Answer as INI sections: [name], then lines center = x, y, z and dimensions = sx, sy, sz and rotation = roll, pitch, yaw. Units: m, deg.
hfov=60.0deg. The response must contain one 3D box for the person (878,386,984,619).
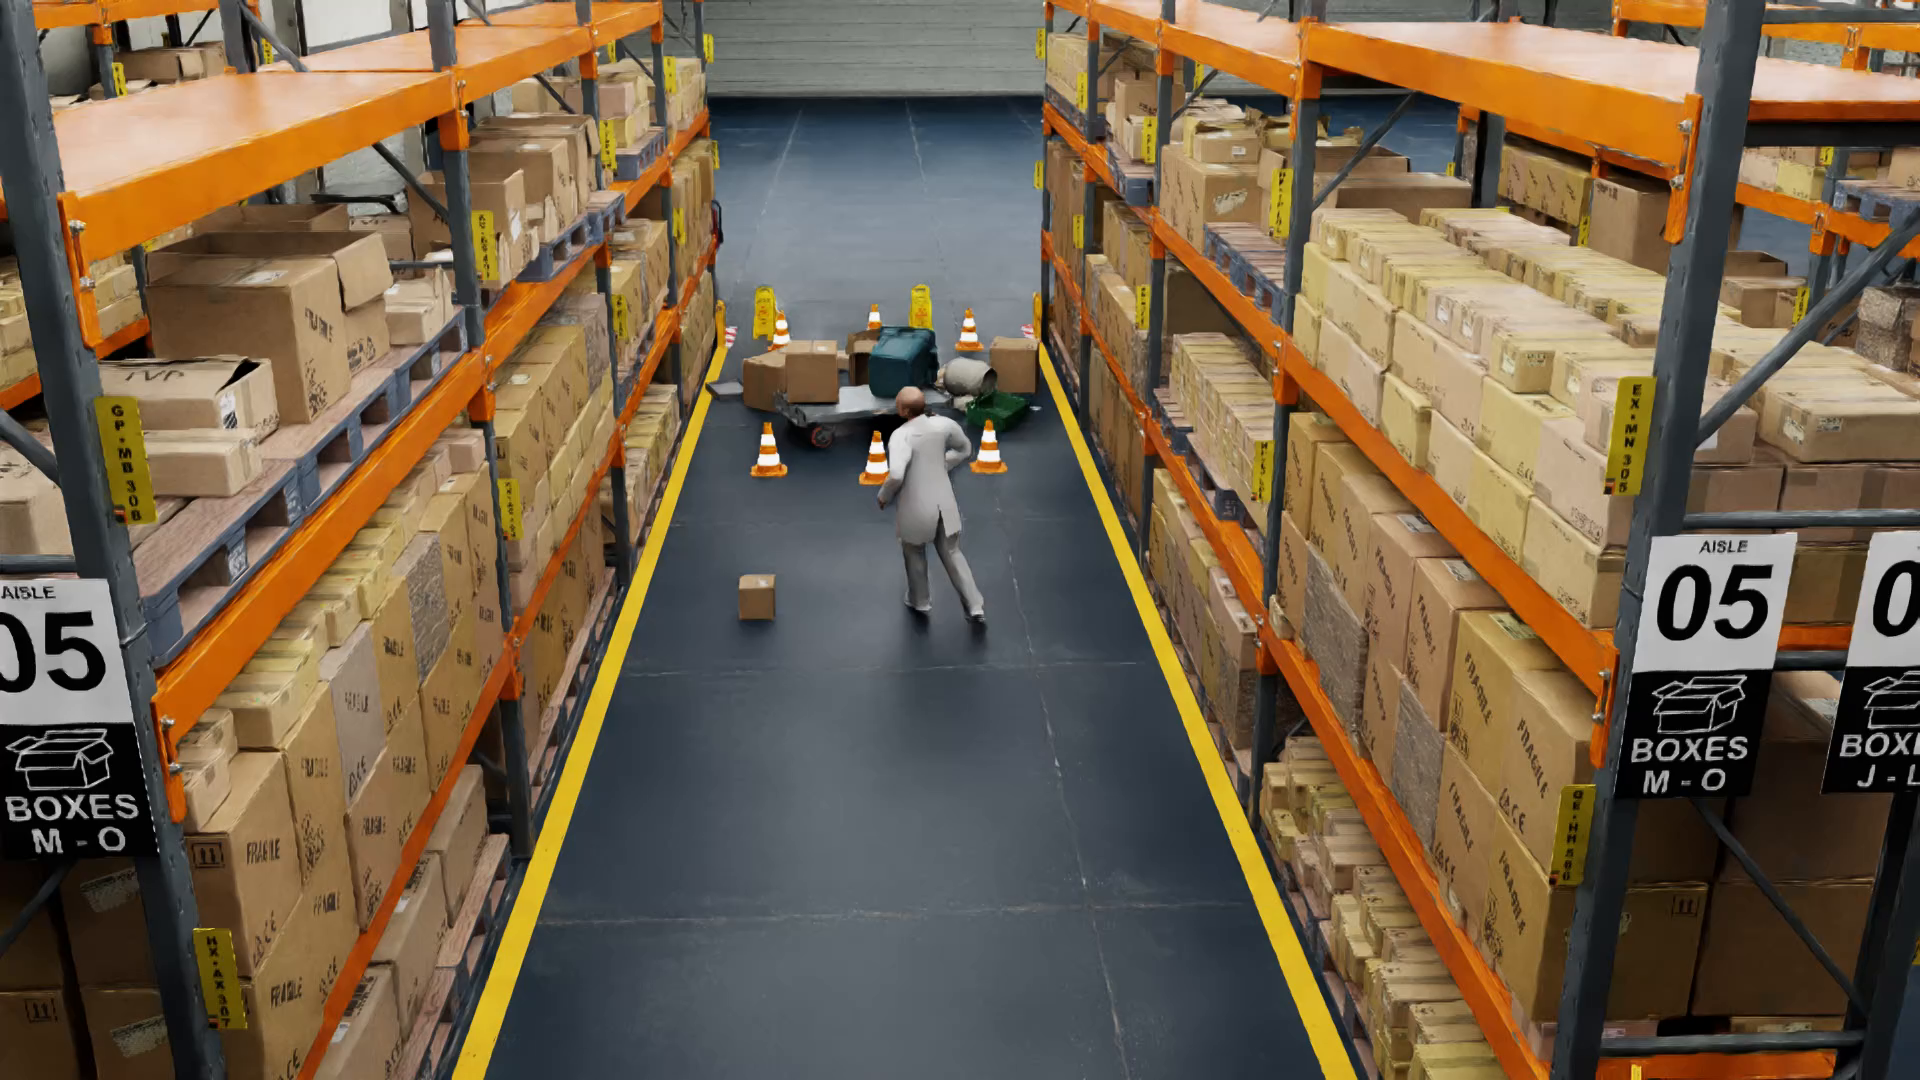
[person]
center = -0.267, -0.238, 11.715
dimensions = 0.769, 1.768, 0.894
rotation = -13, 24, -32
